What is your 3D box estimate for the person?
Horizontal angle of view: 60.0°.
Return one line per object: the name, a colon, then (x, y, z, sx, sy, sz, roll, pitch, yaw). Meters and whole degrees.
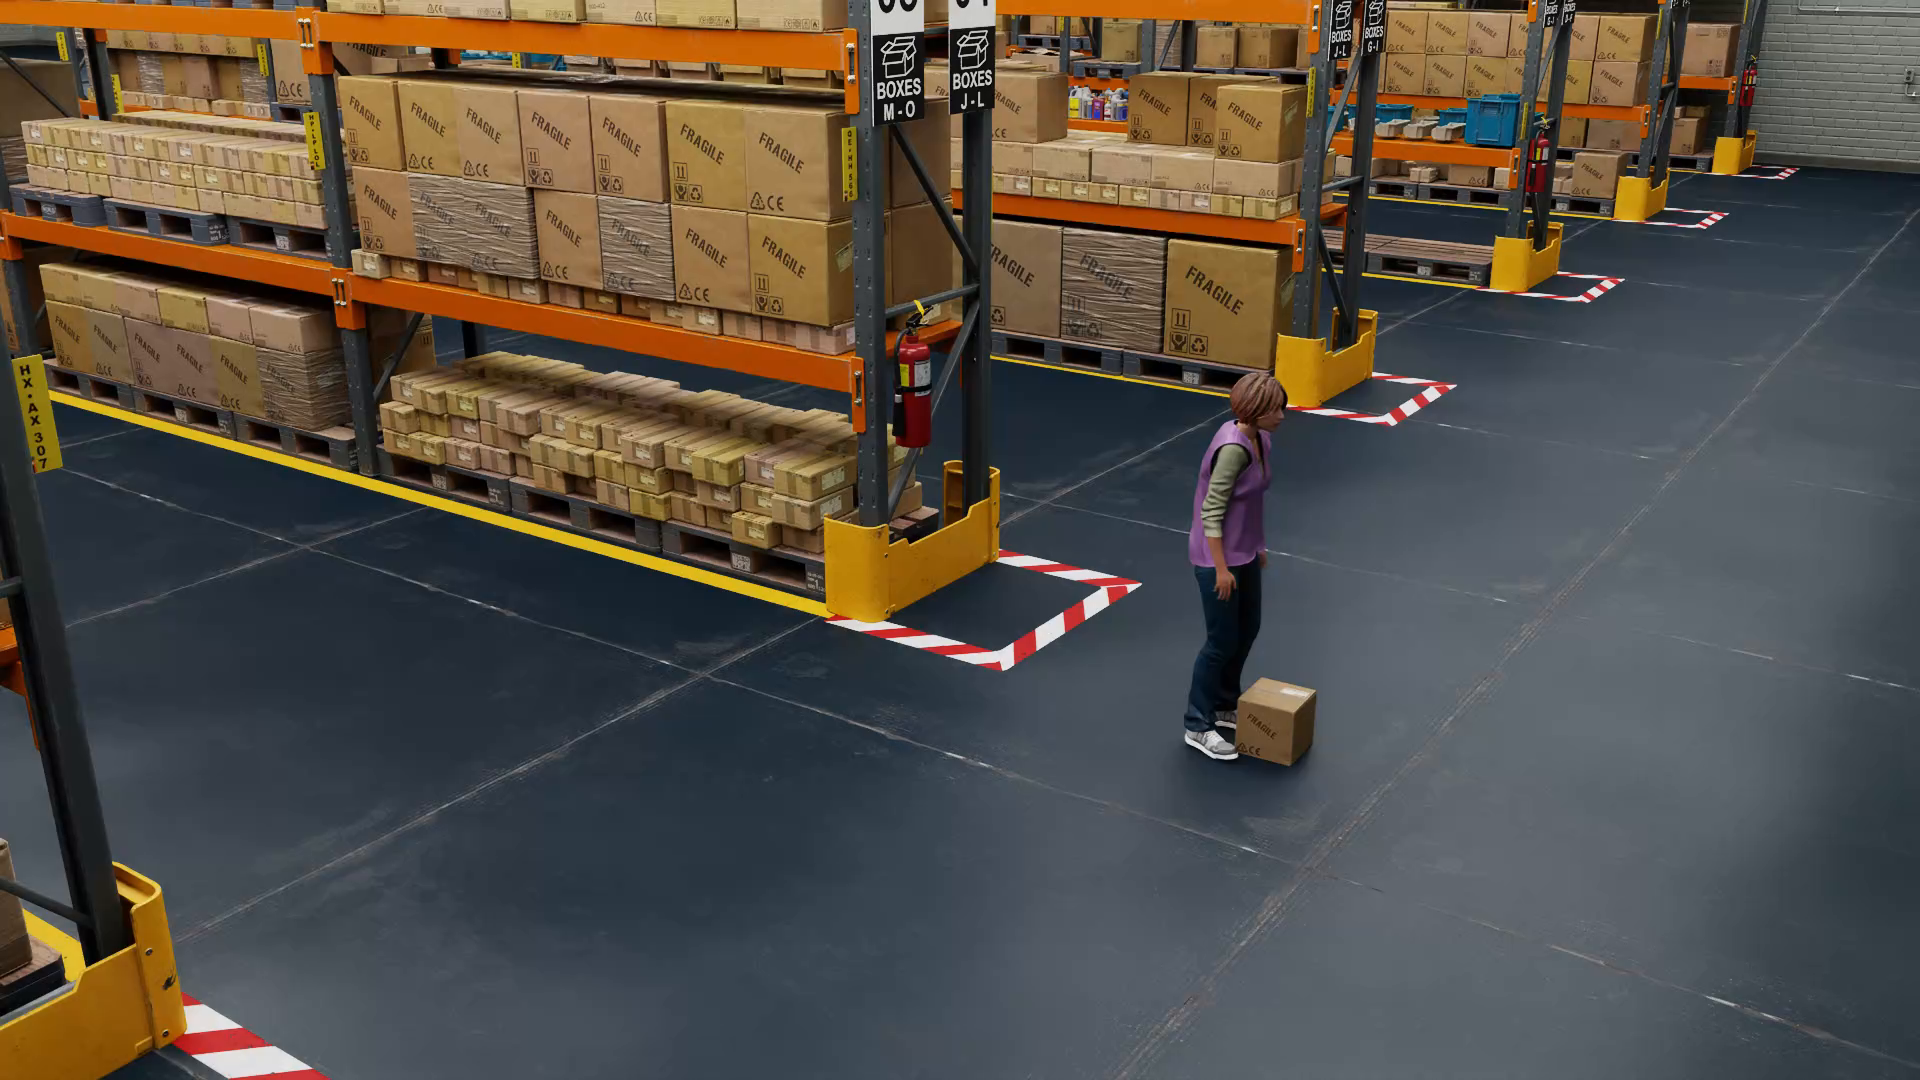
person: (1.125, 0.084, 6.858, 0.340, 1.594, 0.484, 12, 23, 29)
